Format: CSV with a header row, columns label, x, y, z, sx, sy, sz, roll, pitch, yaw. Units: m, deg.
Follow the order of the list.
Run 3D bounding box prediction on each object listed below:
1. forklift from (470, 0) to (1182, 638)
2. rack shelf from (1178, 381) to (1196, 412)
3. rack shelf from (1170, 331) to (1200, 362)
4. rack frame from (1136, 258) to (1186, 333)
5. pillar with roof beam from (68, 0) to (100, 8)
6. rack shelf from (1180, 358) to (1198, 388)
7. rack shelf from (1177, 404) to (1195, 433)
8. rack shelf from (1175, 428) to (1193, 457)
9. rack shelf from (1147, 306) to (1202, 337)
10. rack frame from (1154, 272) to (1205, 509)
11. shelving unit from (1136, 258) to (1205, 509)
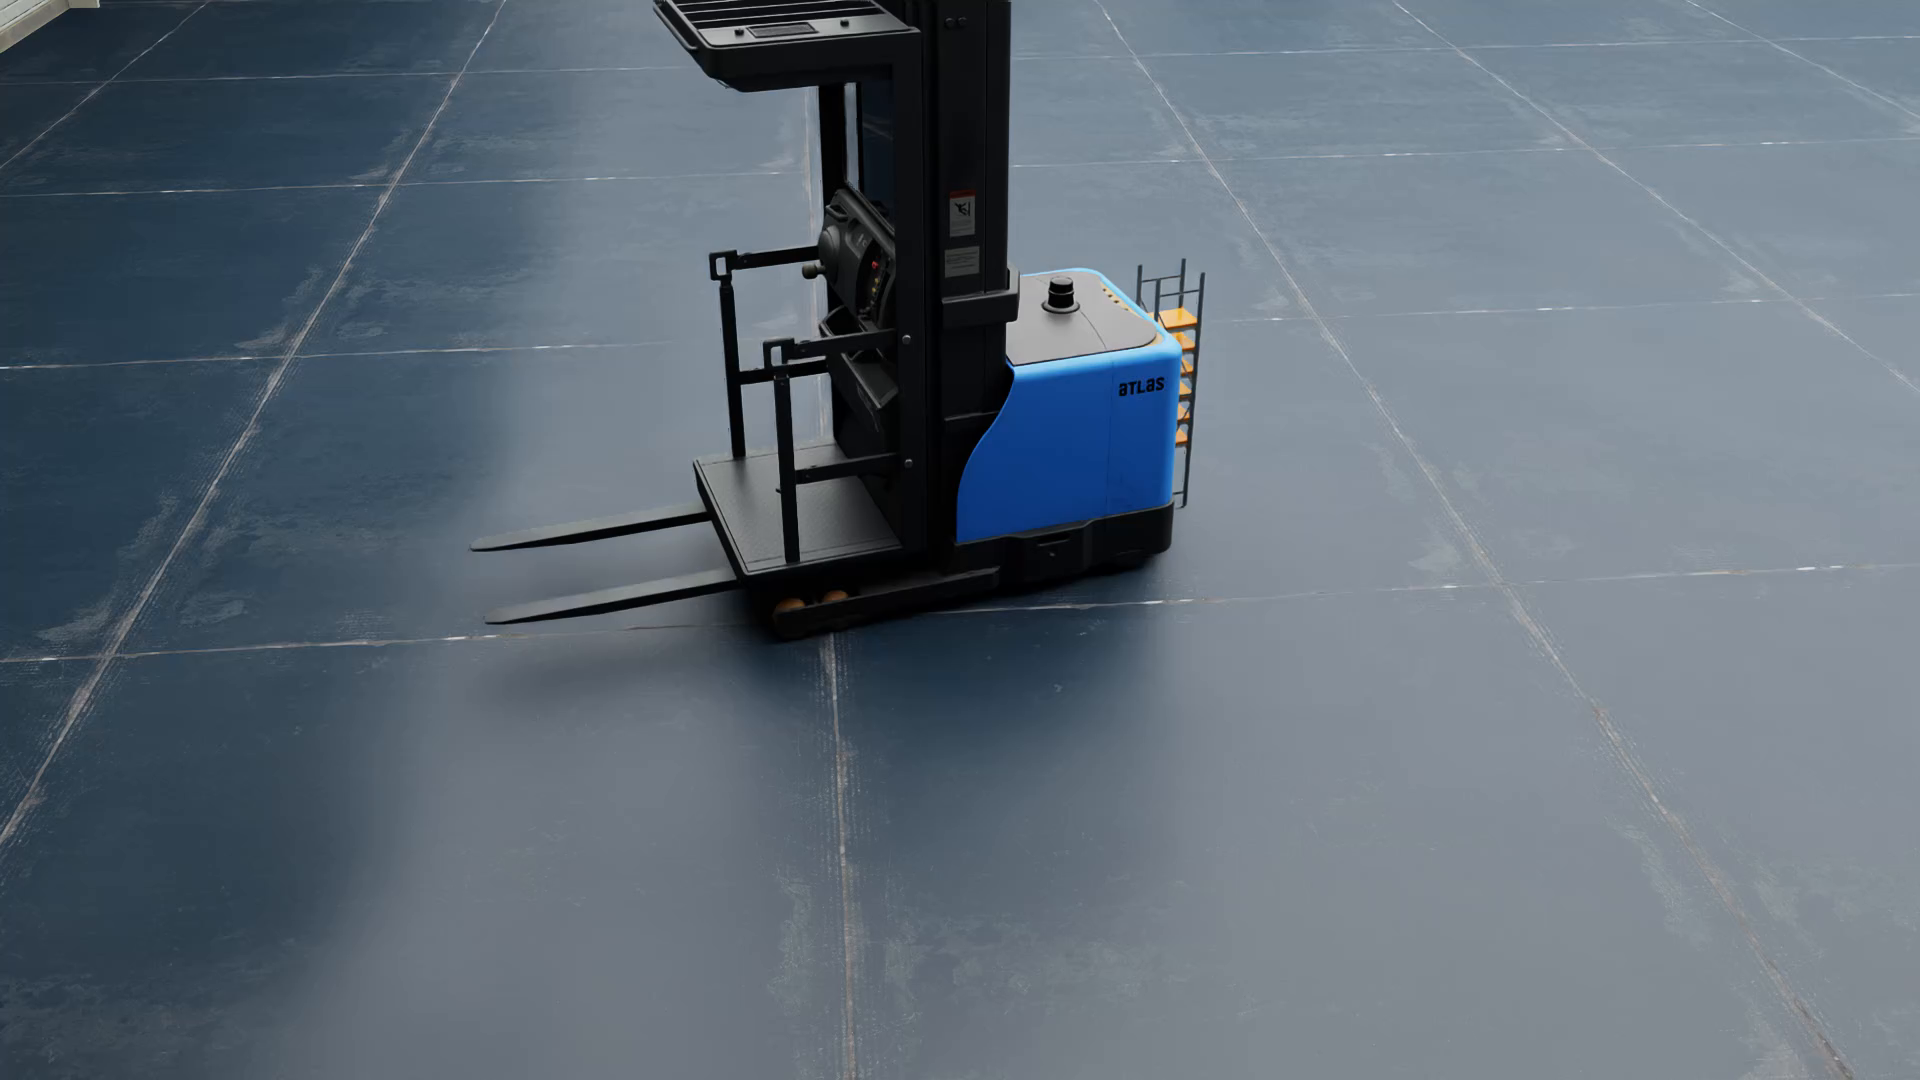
label,x,y,z,sx,sy,sz,roll,pitch,yaw
forklift,-0.610,-1.148,6.814,3.031,2.935,1.130,-10,32,-17
rack shelf,0.946,-0.661,7.773,0.258,0.103,0.180,-11,33,-18
rack shelf,0.946,-0.867,7.650,0.258,0.103,0.180,-11,33,-18
rack frame,0.914,-0.743,7.824,0.240,1.200,0.006,-11,33,-18
pillar with roof beam,-4.545,-9.512,14.900,9.100,9.000,0.400,-3,31,-5
rack shelf,0.946,-0.764,7.712,0.258,0.103,0.180,-11,33,-18
rack shelf,0.946,-0.558,7.835,0.258,0.103,0.180,-11,33,-18
rack shelf,0.946,-0.455,7.896,0.258,0.103,0.180,-11,33,-18
rack shelf,0.946,-0.970,7.589,0.258,0.103,0.180,-11,33,-18
rack frame,0.979,-0.655,7.677,0.240,1.200,0.006,-11,33,-18
shelving unit,0.946,-0.699,7.750,0.258,1.200,0.189,-11,33,-18
